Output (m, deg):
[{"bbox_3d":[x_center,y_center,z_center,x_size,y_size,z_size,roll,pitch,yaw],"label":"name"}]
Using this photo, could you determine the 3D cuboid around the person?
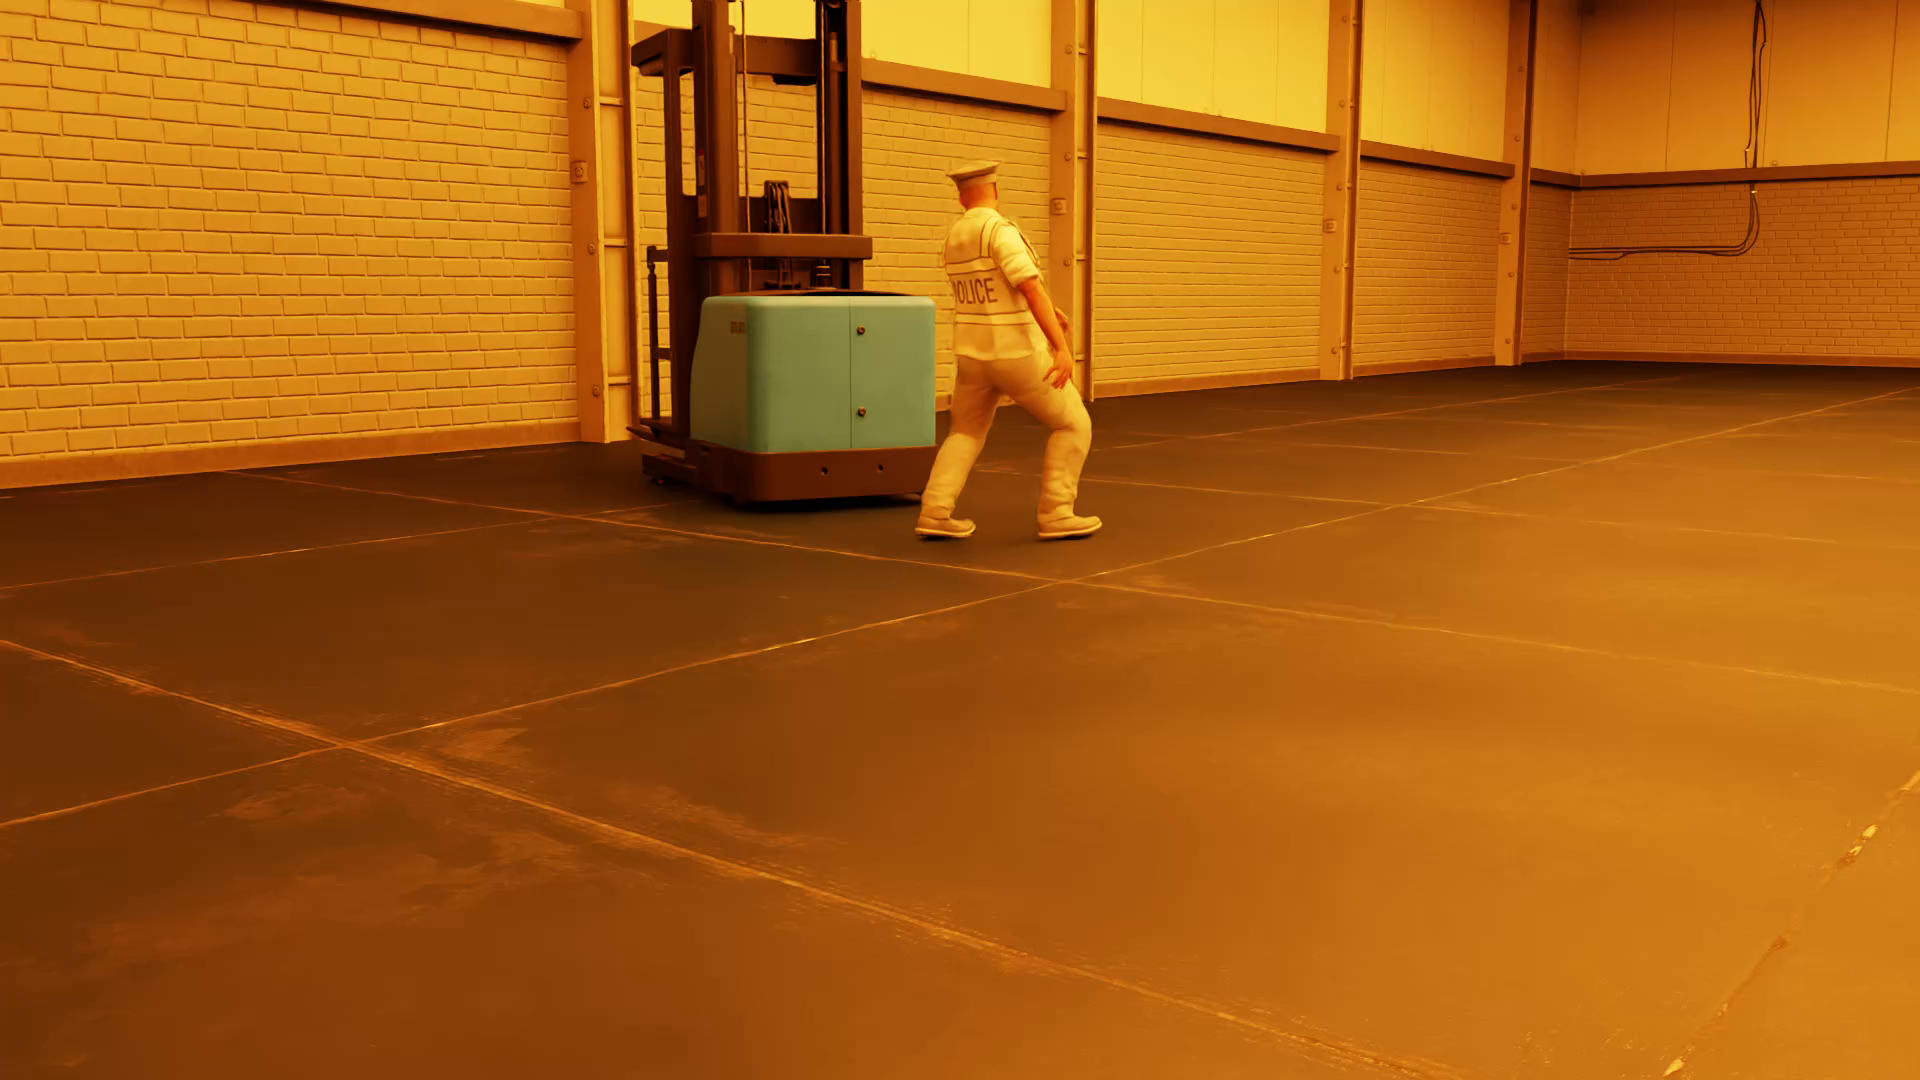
[{"bbox_3d":[0.260,-0.836,7.389,0.722,1.662,0.811,8,11,43],"label":"person"}]

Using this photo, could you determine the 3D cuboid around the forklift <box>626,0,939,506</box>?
[{"bbox_3d":[-1.214,-1.794,9.539,1.130,2.935,3.031,-4,9,-26],"label":"forklift"}]
